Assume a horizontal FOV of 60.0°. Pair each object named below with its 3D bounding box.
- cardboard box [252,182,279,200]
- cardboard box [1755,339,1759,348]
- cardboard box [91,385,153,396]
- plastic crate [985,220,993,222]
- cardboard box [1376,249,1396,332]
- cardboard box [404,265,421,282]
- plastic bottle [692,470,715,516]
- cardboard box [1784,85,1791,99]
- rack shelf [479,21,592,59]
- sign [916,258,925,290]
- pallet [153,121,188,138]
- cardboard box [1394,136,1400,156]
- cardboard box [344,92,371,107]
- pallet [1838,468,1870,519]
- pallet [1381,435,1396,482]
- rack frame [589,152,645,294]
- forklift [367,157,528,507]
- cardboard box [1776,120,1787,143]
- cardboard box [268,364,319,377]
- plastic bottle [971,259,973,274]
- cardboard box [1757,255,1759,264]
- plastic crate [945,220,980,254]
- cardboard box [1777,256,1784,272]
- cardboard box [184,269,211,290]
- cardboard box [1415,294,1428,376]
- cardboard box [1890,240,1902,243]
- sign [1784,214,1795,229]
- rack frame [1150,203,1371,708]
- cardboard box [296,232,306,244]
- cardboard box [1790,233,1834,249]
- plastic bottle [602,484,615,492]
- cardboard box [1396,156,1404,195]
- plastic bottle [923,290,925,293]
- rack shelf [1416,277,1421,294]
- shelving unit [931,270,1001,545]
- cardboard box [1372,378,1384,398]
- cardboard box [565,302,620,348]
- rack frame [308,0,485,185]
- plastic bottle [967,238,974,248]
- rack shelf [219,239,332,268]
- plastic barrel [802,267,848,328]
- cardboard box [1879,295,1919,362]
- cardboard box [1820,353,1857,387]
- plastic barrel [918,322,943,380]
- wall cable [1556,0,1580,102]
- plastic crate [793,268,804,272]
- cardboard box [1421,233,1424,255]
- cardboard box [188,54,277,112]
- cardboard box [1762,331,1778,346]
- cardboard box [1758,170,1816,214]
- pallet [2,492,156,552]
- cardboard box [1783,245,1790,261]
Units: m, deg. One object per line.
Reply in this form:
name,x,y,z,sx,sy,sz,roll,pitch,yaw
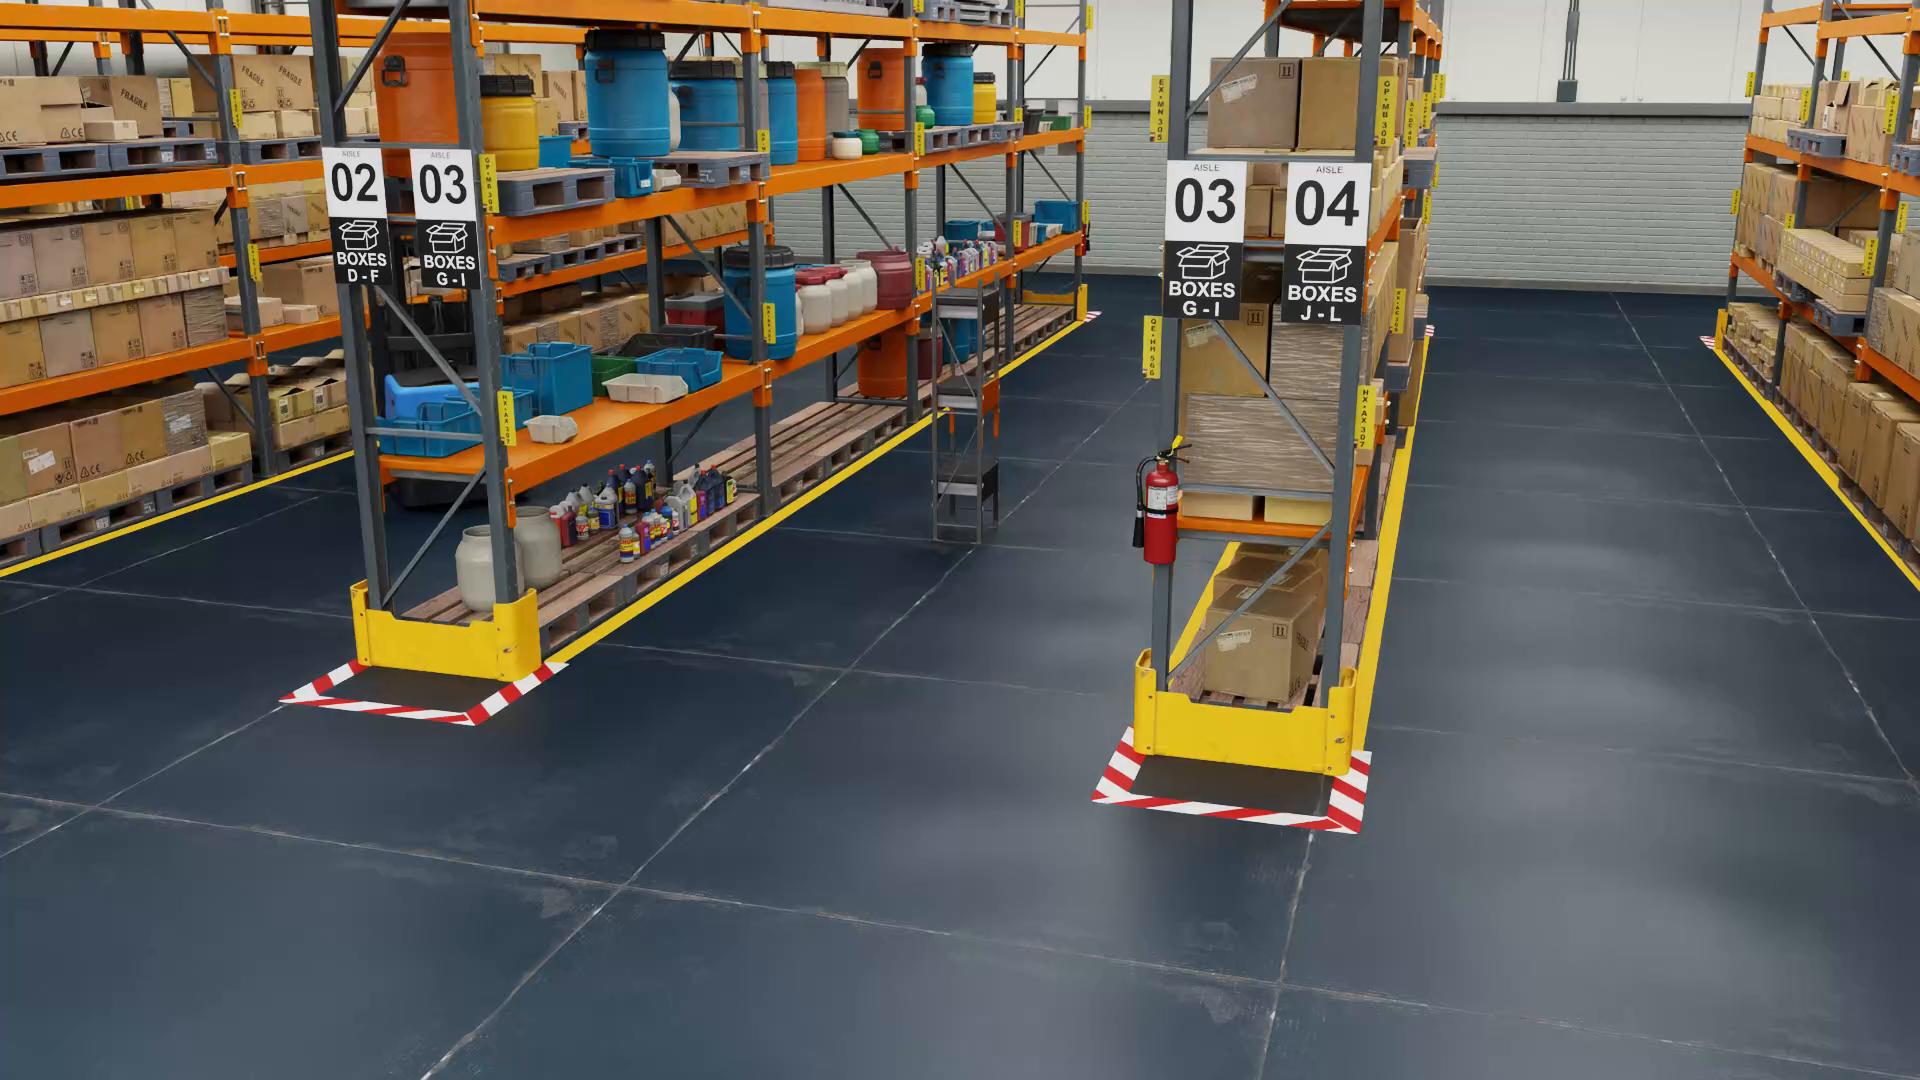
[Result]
cardboard box,-9.491,-4.693,22.239,0.500,0.250,0.500,5,17,17
cardboard box,9.893,-2.395,20.187,0.380,0.149,0.250,4,16,13
cardboard box,-7.393,-1.075,14.519,0.500,0.500,0.500,5,16,16
plastic crate,0.571,-4.383,23.482,0.416,0.233,0.300,5,16,16
cardboard box,2.665,-1.697,11.254,0.500,0.500,0.500,5,16,16
cardboard box,-6.130,-2.848,18.038,0.500,0.311,0.500,4,16,15
plastic bottle,-2.040,-0.375,13.203,0.144,0.351,0.185,4,16,13
cardboard box,9.840,-5.223,19.378,0.380,0.149,0.250,5,16,15
rack shelf,-5.122,-5.981,19.977,1.077,0.370,4.000,5,16,16
sign,-0.413,-2.763,17.274,0.100,0.325,0.005,5,16,16
pallet,-10.309,-5.018,20.374,1.213,0.211,1.003,5,17,18
cardboard box,2.855,-2.750,11.575,0.380,0.149,0.250,5,17,18
cardboard box,-8.855,-6.321,23.944,0.500,0.250,0.500,5,16,16
pallet,8.237,-0.388,14.311,1.003,0.211,1.213,5,16,16
pallet,3.583,-0.795,15.746,1.003,0.211,1.213,5,16,16
rack frame,-4.553,-4.157,22.488,1.000,3.000,0.127,5,16,16
forklift,-4.839,-2.052,15.194,1.130,2.935,3.031,-7,17,-23
cardboard box,9.847,-4.759,19.390,0.500,0.250,0.500,4,16,15
cardboard box,-6.701,-1.608,16.743,0.500,0.311,0.500,5,16,16
plastic bottle,0.100,-3.253,19.664,0.097,0.201,0.097,0,16,0
cardboard box,10.006,-3.431,20.388,0.380,0.149,0.250,5,17,18
plastic crate,0.000,-3.941,21.648,0.392,0.384,0.575,5,16,16
cardboard box,9.117,-2.990,18.066,0.380,0.149,0.250,4,16,13
cardboard box,-6.771,-2.272,14.470,0.380,0.149,0.250,4,16,15
cardboard box,4.781,-2.399,19.413,1.225,0.875,0.875,5,16,16
cardboard box,9.445,-2.953,16.845,0.380,0.149,0.250,4,16,14
sign,9.148,-3.433,18.350,0.100,0.325,0.005,5,16,16
rack frame,1.533,-0.248,8.707,1.000,3.000,0.127,5,16,16
cardboard box,-9.295,-4.186,23.015,0.380,0.149,0.250,5,17,18
cardboard box,8.968,-3.136,17.490,0.380,0.149,0.250,5,17,16
plastic bottle,-2.766,-0.308,13.112,0.097,0.271,0.097,0,16,0
cardboard box,2.791,-2.526,11.516,0.500,0.250,0.500,5,17,18
plastic bottle,-0.422,-2.771,17.968,0.097,0.201,0.097,0,16,0
rack shelf,4.375,-2.518,18.029,1.077,0.370,4.000,5,16,16
shelving unit,0.047,-1.053,13.196,0.431,2.100,0.503,5,16,16
cardboard box,2.891,-1.095,12.152,0.380,0.149,0.250,5,16,16
cardboard box,-4.710,-2.755,21.319,0.500,0.500,0.500,5,17,17
rack frame,-3.216,-3.518,9.243,1.000,3.000,0.127,5,16,16
plastic bottle,0.109,-3.493,20.239,0.144,0.351,0.185,5,16,16
rack shelf,-9.872,-3.671,22.092,1.077,0.370,4.000,5,16,16
plastic barrel,-1.265,-2.283,15.631,0.433,0.535,0.433,0,16,0
cardboard box,8.005,-1.748,13.813,0.500,0.500,0.500,4,16,15
cardboard box,8.609,-1.623,15.990,0.500,0.250,0.500,5,17,17
plastic barrel,-0.499,-2.192,19.210,0.600,0.588,0.708,5,16,16
wall cable,10.992,-10.080,26.481,2.277,5.999,0.120,5,16,16
plastic crate,-1.695,-2.357,16.025,0.402,0.464,0.583,5,16,16
cardboard box,5.474,-3.691,20.575,0.500,0.250,0.500,5,16,16
cardboard box,-6.614,-4.156,15.118,0.500,0.500,0.500,5,17,17
cardboard box,9.620,-2.342,19.455,0.380,0.149,0.250,4,16,15
cardboard box,9.977,-4.198,20.072,0.500,0.500,0.500,4,16,14
pallet,-7.438,-0.197,13.638,1.003,0.211,1.213,5,16,16
cardboard box,9.045,-3.066,17.786,0.380,0.149,0.250,4,16,15
